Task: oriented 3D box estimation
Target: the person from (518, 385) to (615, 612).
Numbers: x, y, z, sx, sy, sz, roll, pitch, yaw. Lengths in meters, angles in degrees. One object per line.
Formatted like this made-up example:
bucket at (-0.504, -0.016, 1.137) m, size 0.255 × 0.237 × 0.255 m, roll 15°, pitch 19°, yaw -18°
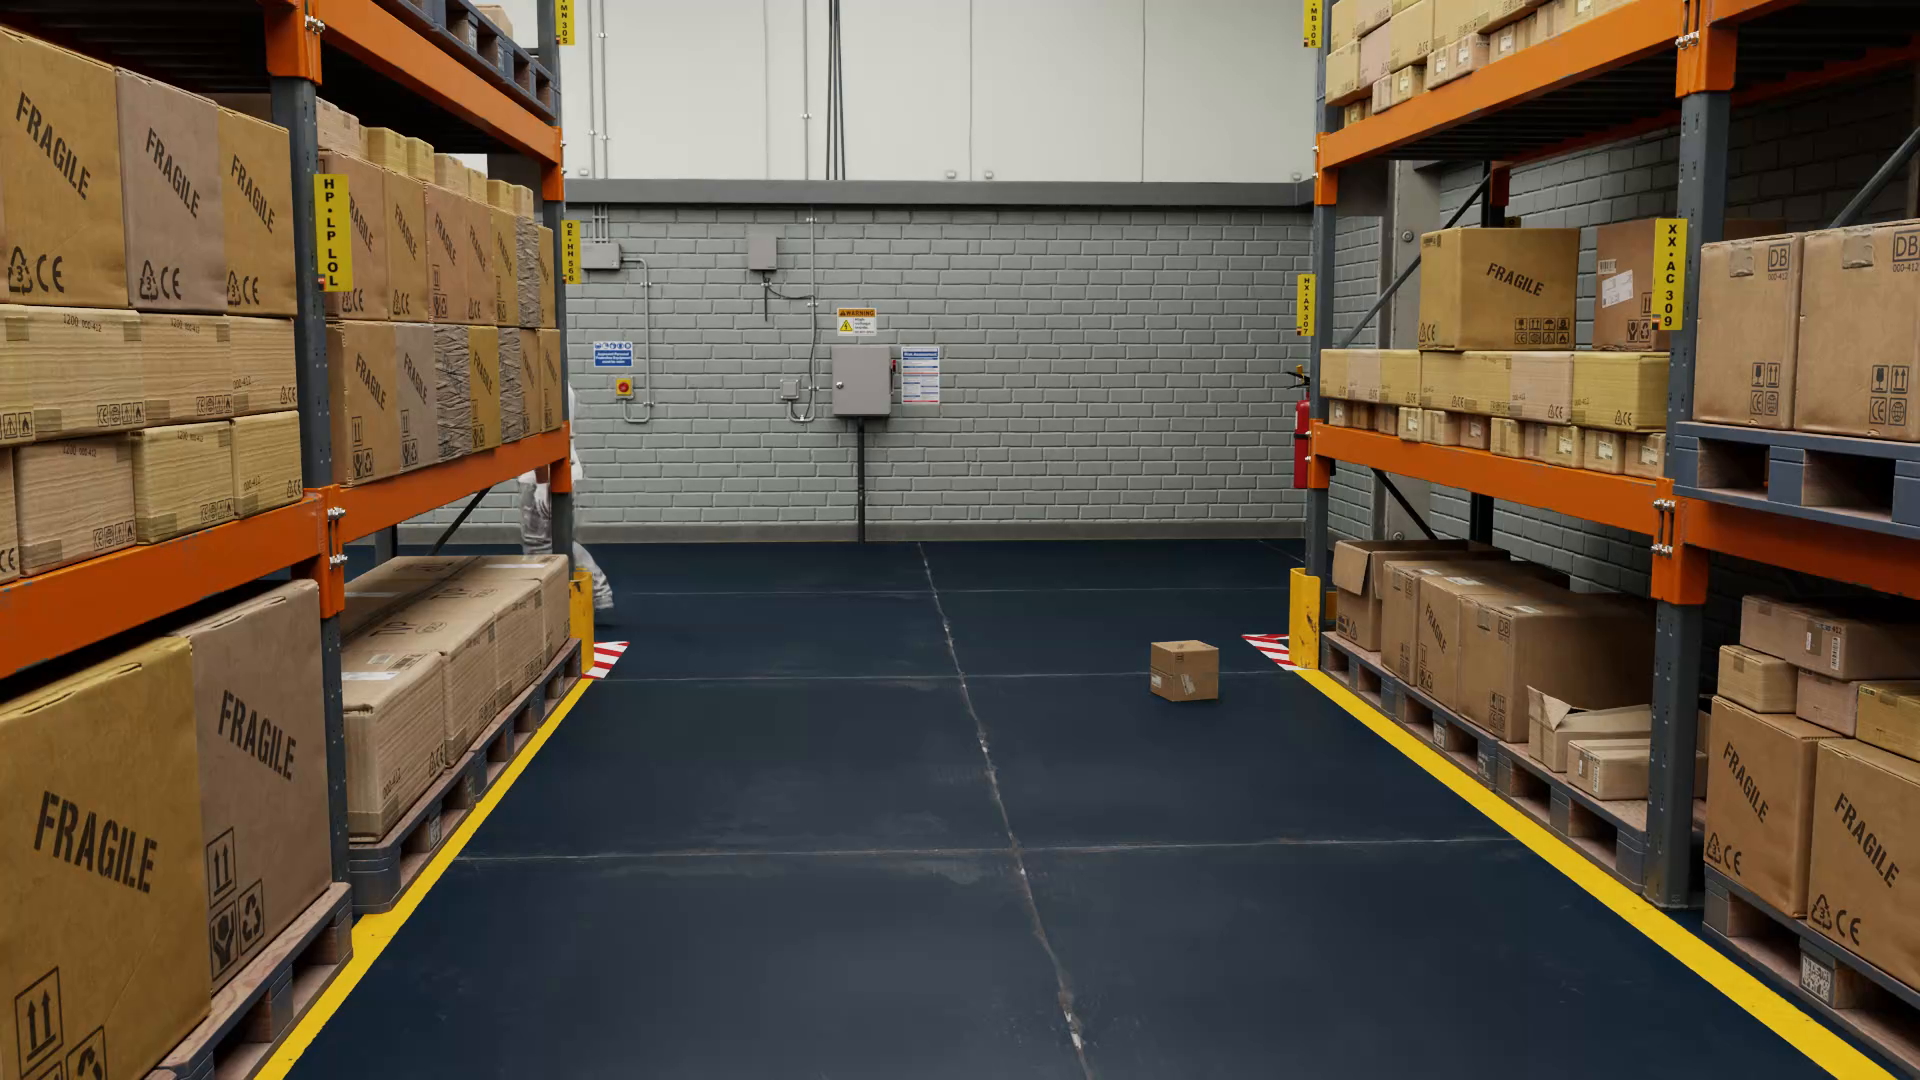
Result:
person at (-2.407, -0.341, 10.013) m, size 0.568 × 1.769 × 0.600 m, roll 1°, pitch 7°, yaw 9°
